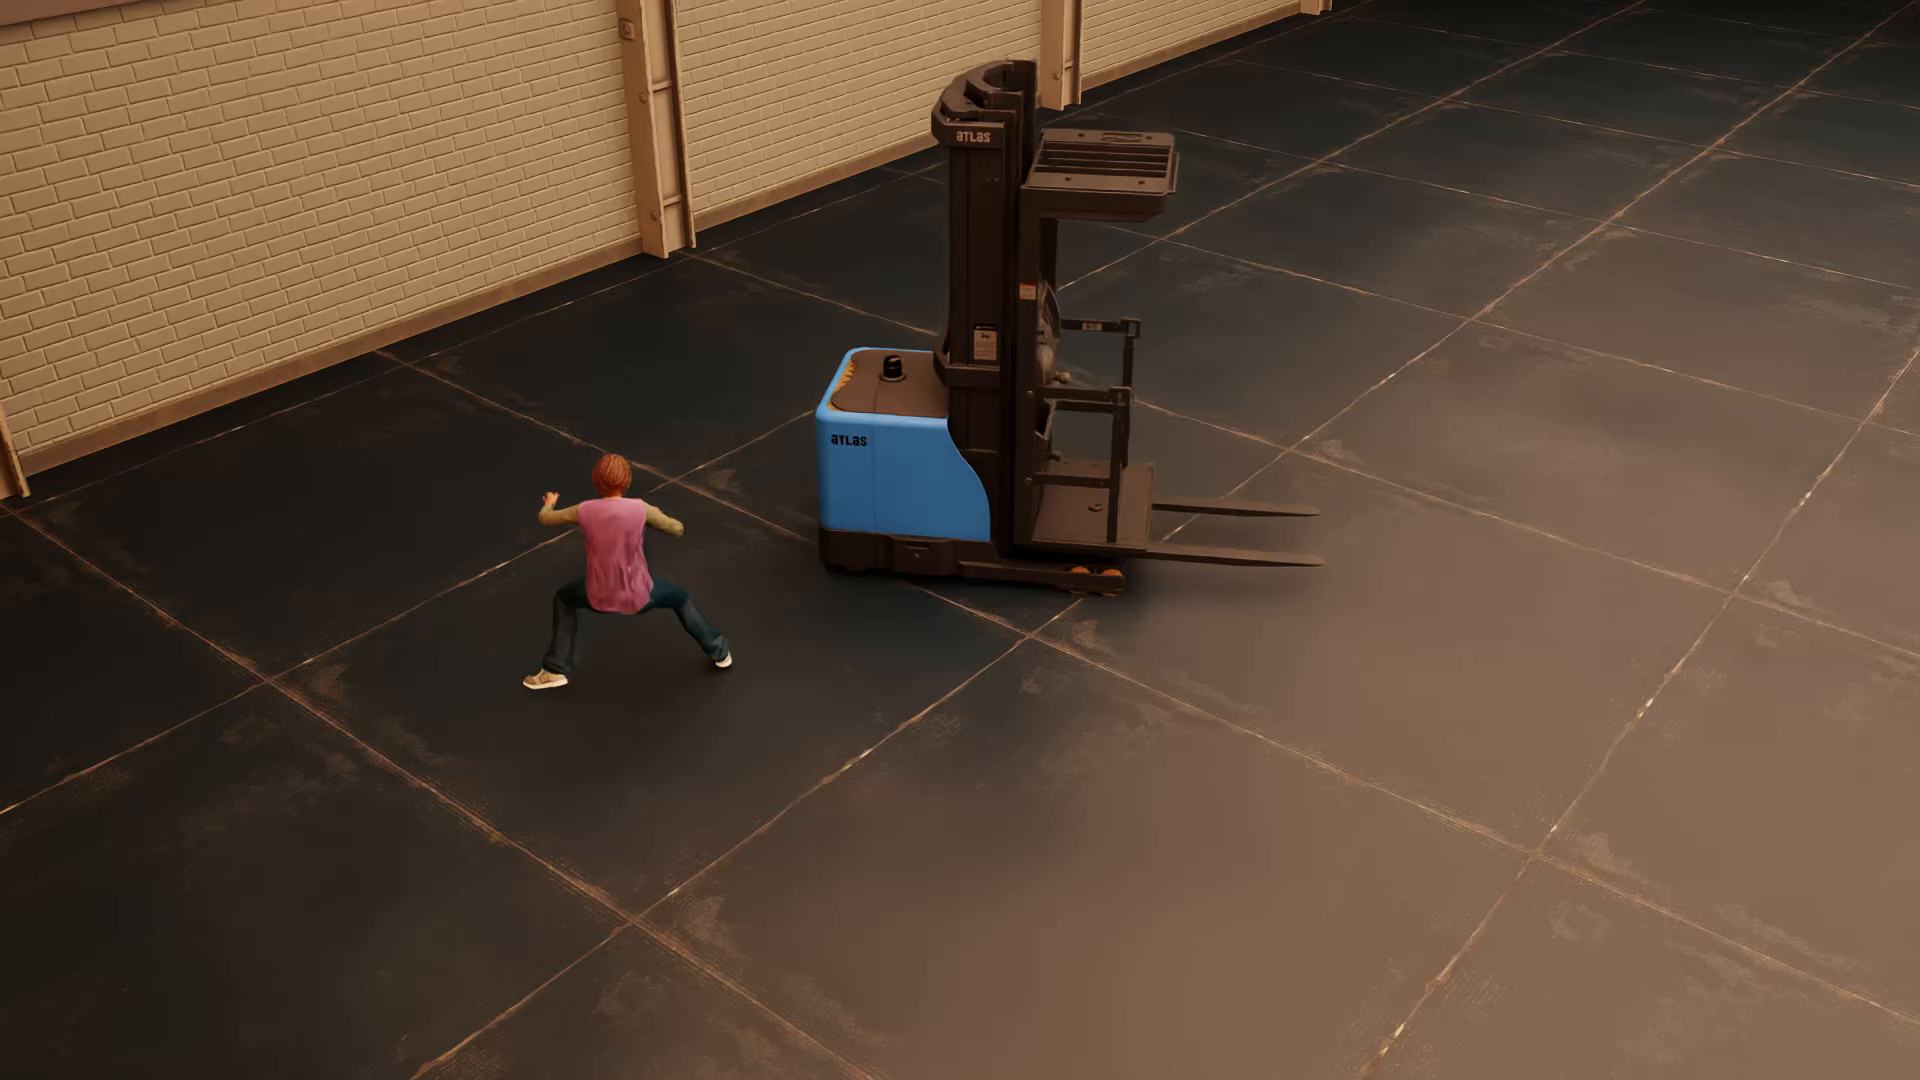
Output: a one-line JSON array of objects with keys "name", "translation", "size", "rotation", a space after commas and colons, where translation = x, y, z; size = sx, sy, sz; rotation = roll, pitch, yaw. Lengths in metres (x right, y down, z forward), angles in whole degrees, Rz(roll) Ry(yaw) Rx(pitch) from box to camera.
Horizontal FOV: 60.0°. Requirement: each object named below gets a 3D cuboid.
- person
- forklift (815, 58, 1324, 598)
[{"name": "person", "translation": [-1.828, 0.151, 8.884], "size": [1.103, 1.369, 0.601], "rotation": [0, 30, -1]}, {"name": "forklift", "translation": [0.702, -1.210, 9.666], "size": [3.031, 2.935, 1.130], "rotation": [4, 31, 7]}]
